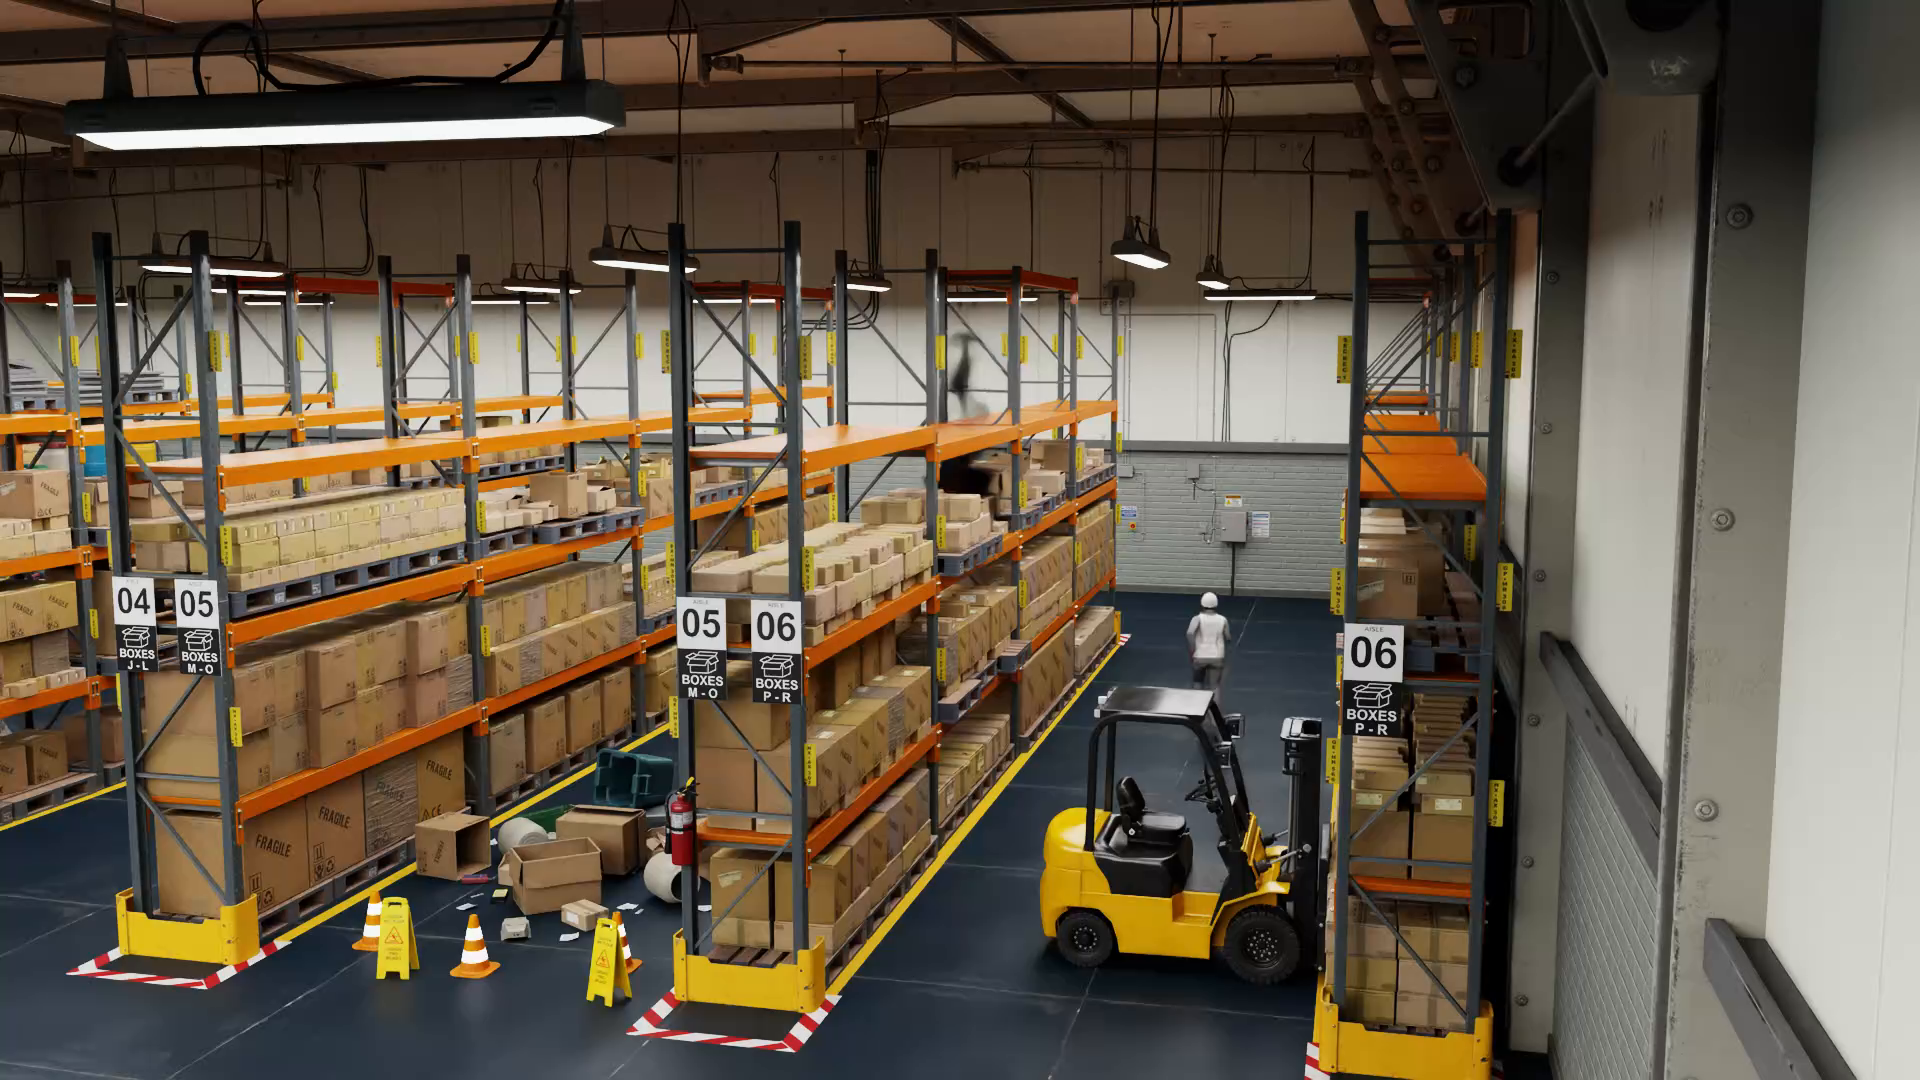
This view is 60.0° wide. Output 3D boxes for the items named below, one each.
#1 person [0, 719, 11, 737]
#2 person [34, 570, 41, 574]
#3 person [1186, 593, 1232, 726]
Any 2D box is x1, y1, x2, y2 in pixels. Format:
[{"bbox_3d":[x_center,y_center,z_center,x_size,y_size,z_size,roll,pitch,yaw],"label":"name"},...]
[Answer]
[{"bbox_3d":[-11.685,1.861,19.960,0.608,1.851,0.792,1,7,9],"label":"person"},{"bbox_3d":[-15.026,0.966,27.454,0.711,1.765,0.880,2,7,17],"label":"person"},{"bbox_3d":[3.300,1.606,22.069,0.599,1.821,0.831,1,7,8],"label":"person"}]
